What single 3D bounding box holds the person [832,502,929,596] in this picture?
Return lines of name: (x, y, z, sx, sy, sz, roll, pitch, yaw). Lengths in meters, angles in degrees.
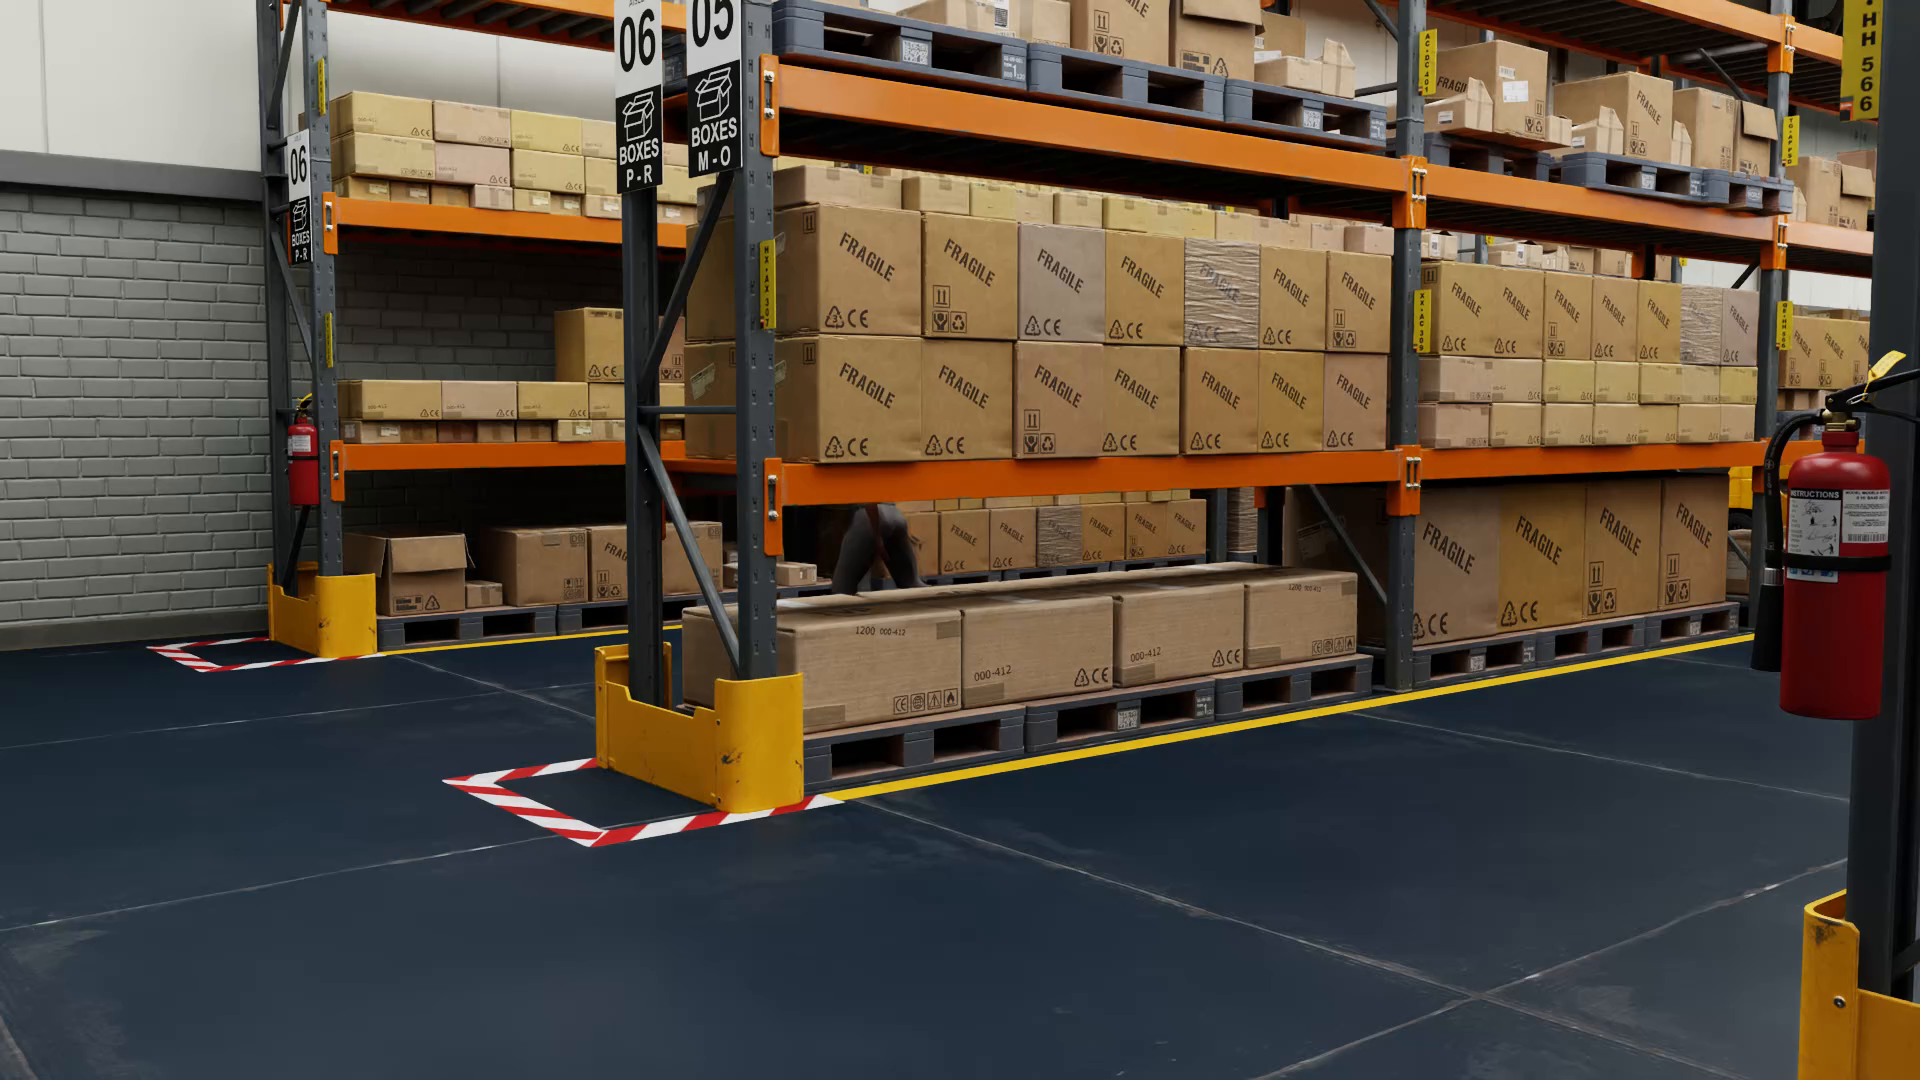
person: (-0.431, -0.070, 9.765, 0.964, 1.607, 0.476, 2, 5, 24)
